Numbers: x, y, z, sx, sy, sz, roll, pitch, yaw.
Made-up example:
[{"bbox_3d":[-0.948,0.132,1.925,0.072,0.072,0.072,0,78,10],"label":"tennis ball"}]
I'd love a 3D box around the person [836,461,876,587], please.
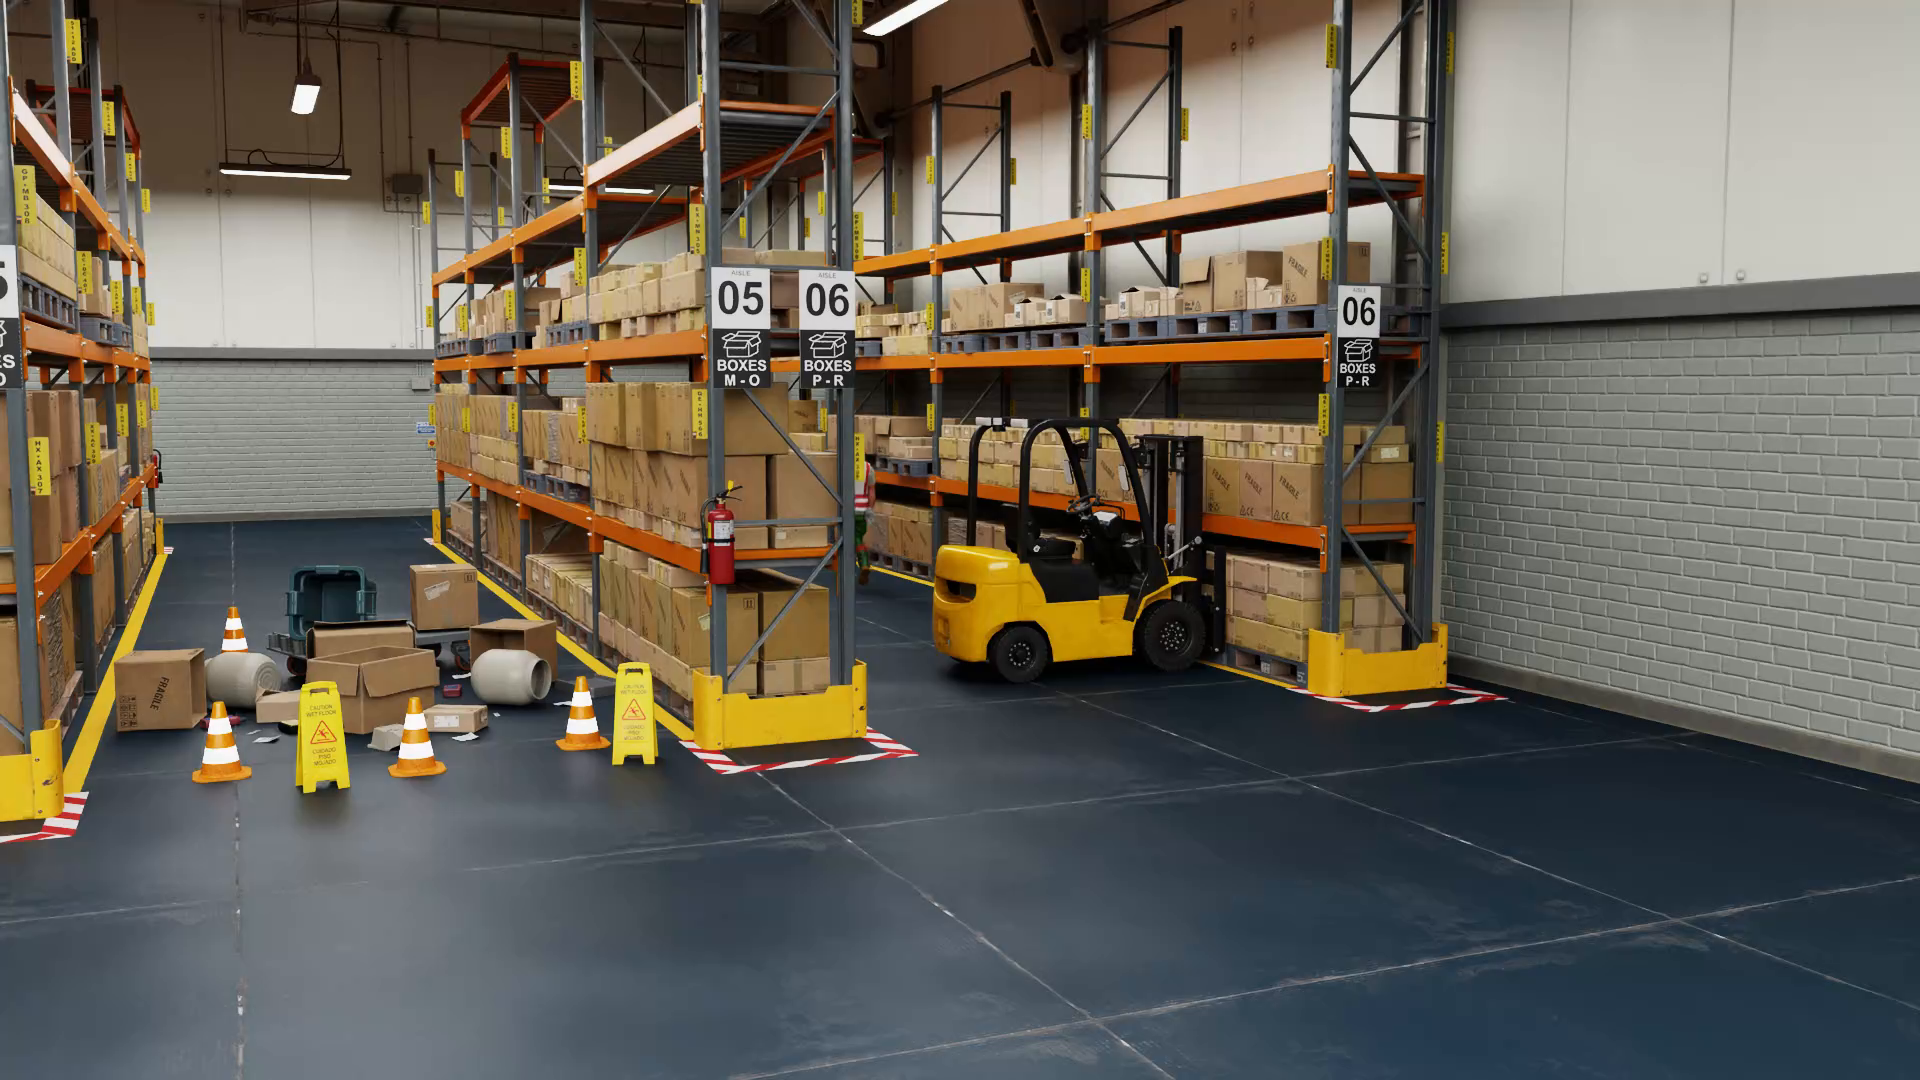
[{"bbox_3d":[-1.309,-0.341,19.939,0.542,1.784,0.461,-3,6,-29],"label":"person"}]
